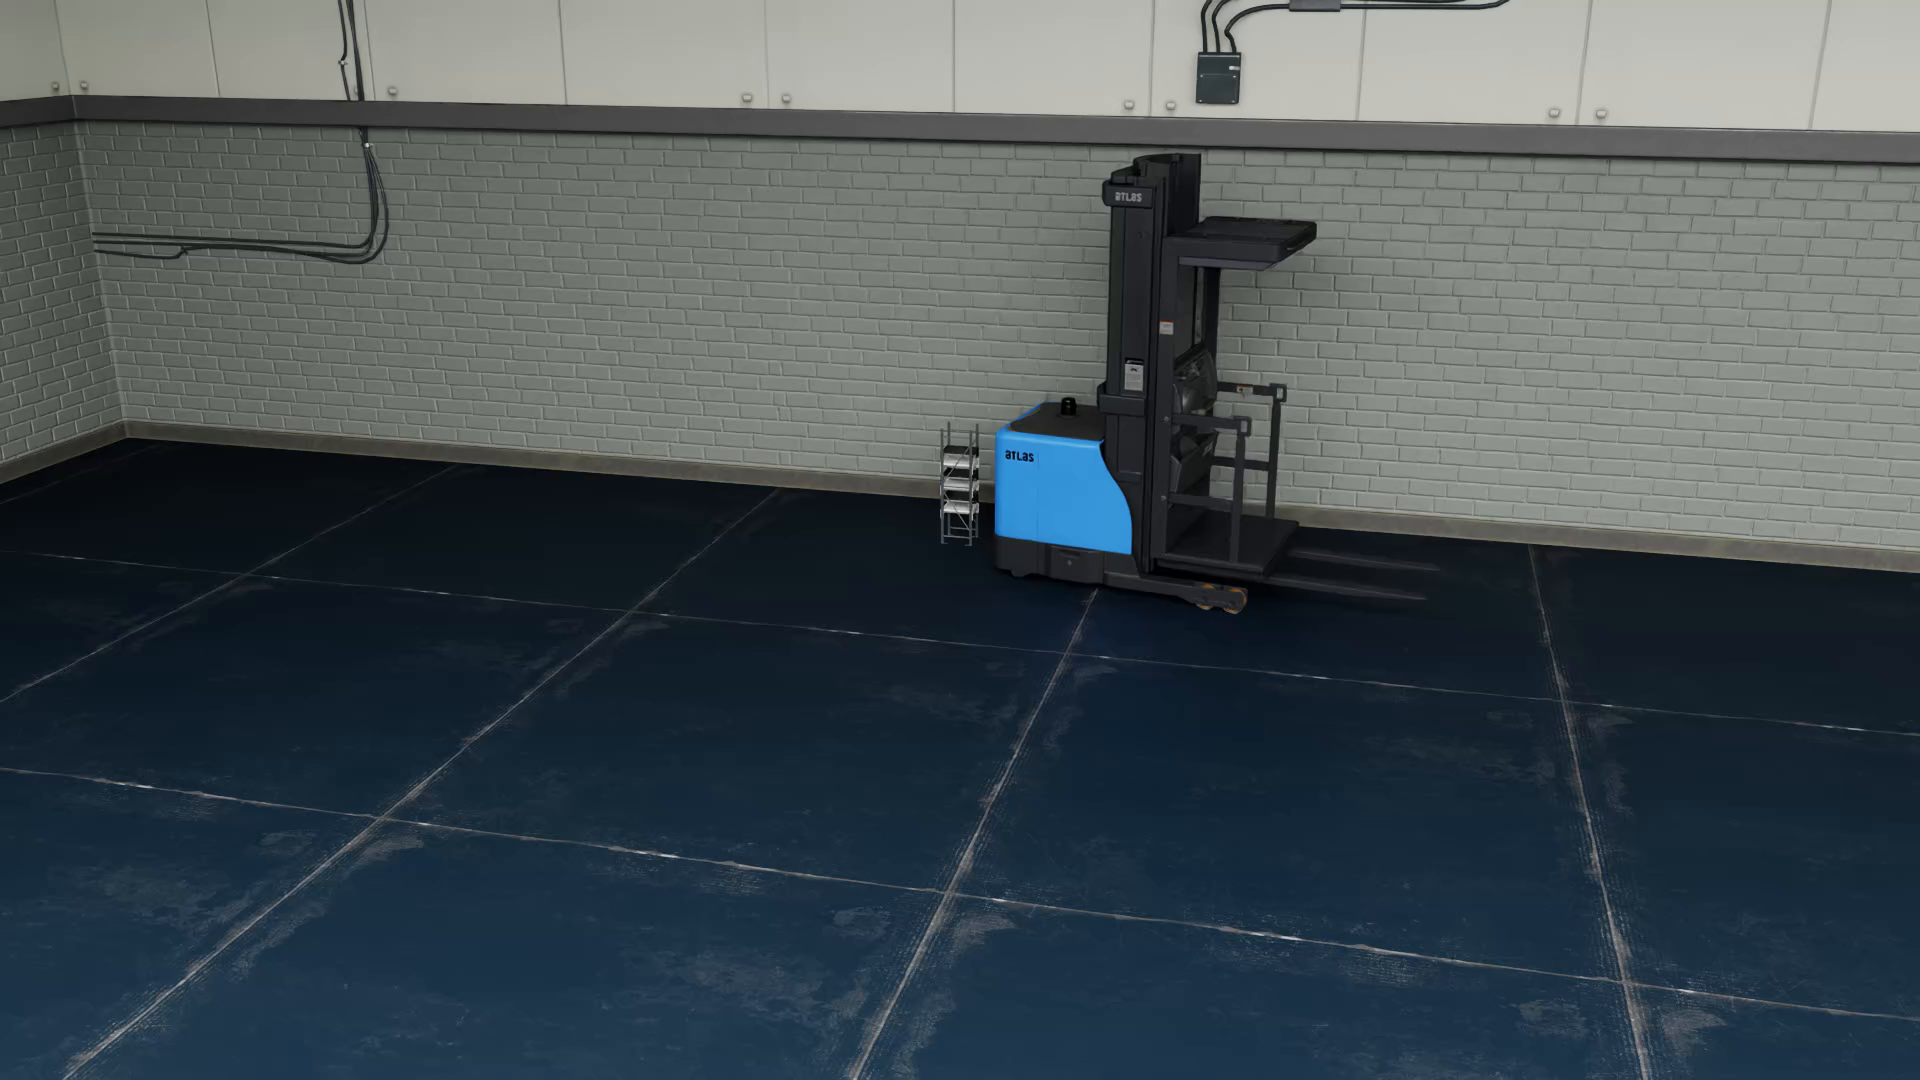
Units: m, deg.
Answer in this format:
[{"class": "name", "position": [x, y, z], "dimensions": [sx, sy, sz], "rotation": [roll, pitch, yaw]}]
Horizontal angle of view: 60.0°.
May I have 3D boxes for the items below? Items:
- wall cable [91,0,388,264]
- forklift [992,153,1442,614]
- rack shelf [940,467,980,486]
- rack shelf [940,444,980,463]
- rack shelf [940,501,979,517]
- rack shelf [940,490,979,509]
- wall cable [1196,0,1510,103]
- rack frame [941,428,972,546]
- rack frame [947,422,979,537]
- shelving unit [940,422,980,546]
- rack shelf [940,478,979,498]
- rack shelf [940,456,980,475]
[{"class": "wall cable", "position": [-6.359, -3.622, 14.174], "dimensions": [3.097, 2.526, 0.112], "rotation": [5, 19, 13]}, {"class": "forklift", "position": [1.795, -1.085, 11.330], "dimensions": [3.031, 2.935, 1.130], "rotation": [8, 20, 22]}, {"class": "rack shelf", "position": [-0.002, -0.477, 12.516], "dimensions": [0.258, 0.077, 0.200], "rotation": [5, 19, 13]}, {"class": "rack shelf", "position": [-0.002, -0.647, 12.458], "dimensions": [0.258, 0.077, 0.200], "rotation": [5, 19, 13]}, {"class": "rack shelf", "position": [-0.002, -0.221, 12.604], "dimensions": [0.258, 0.077, 0.200], "rotation": [5, 19, 13]}, {"class": "rack shelf", "position": [-0.002, -0.307, 12.575], "dimensions": [0.258, 0.077, 0.200], "rotation": [5, 19, 13]}, {"class": "wall cable", "position": [2.843, -5.946, 10.913], "dimensions": [2.305, 6.003, 0.169], "rotation": [5, 19, 13]}, {"class": "rack frame", "position": [-0.027, -0.391, 12.441], "dimensions": [0.240, 0.900, 0.006], "rotation": [5, 19, 13]}, {"class": "rack frame", "position": [0.023, -0.455, 12.628], "dimensions": [0.240, 0.900, 0.006], "rotation": [5, 19, 13]}, {"class": "shelving unit", "position": [-0.002, -0.423, 12.535], "dimensions": [0.258, 0.900, 0.210], "rotation": [5, 19, 13]}, {"class": "rack shelf", "position": [-0.002, -0.392, 12.545], "dimensions": [0.258, 0.077, 0.200], "rotation": [5, 19, 13]}, {"class": "rack shelf", "position": [-0.002, -0.562, 12.487], "dimensions": [0.258, 0.077, 0.200], "rotation": [5, 19, 13]}]
